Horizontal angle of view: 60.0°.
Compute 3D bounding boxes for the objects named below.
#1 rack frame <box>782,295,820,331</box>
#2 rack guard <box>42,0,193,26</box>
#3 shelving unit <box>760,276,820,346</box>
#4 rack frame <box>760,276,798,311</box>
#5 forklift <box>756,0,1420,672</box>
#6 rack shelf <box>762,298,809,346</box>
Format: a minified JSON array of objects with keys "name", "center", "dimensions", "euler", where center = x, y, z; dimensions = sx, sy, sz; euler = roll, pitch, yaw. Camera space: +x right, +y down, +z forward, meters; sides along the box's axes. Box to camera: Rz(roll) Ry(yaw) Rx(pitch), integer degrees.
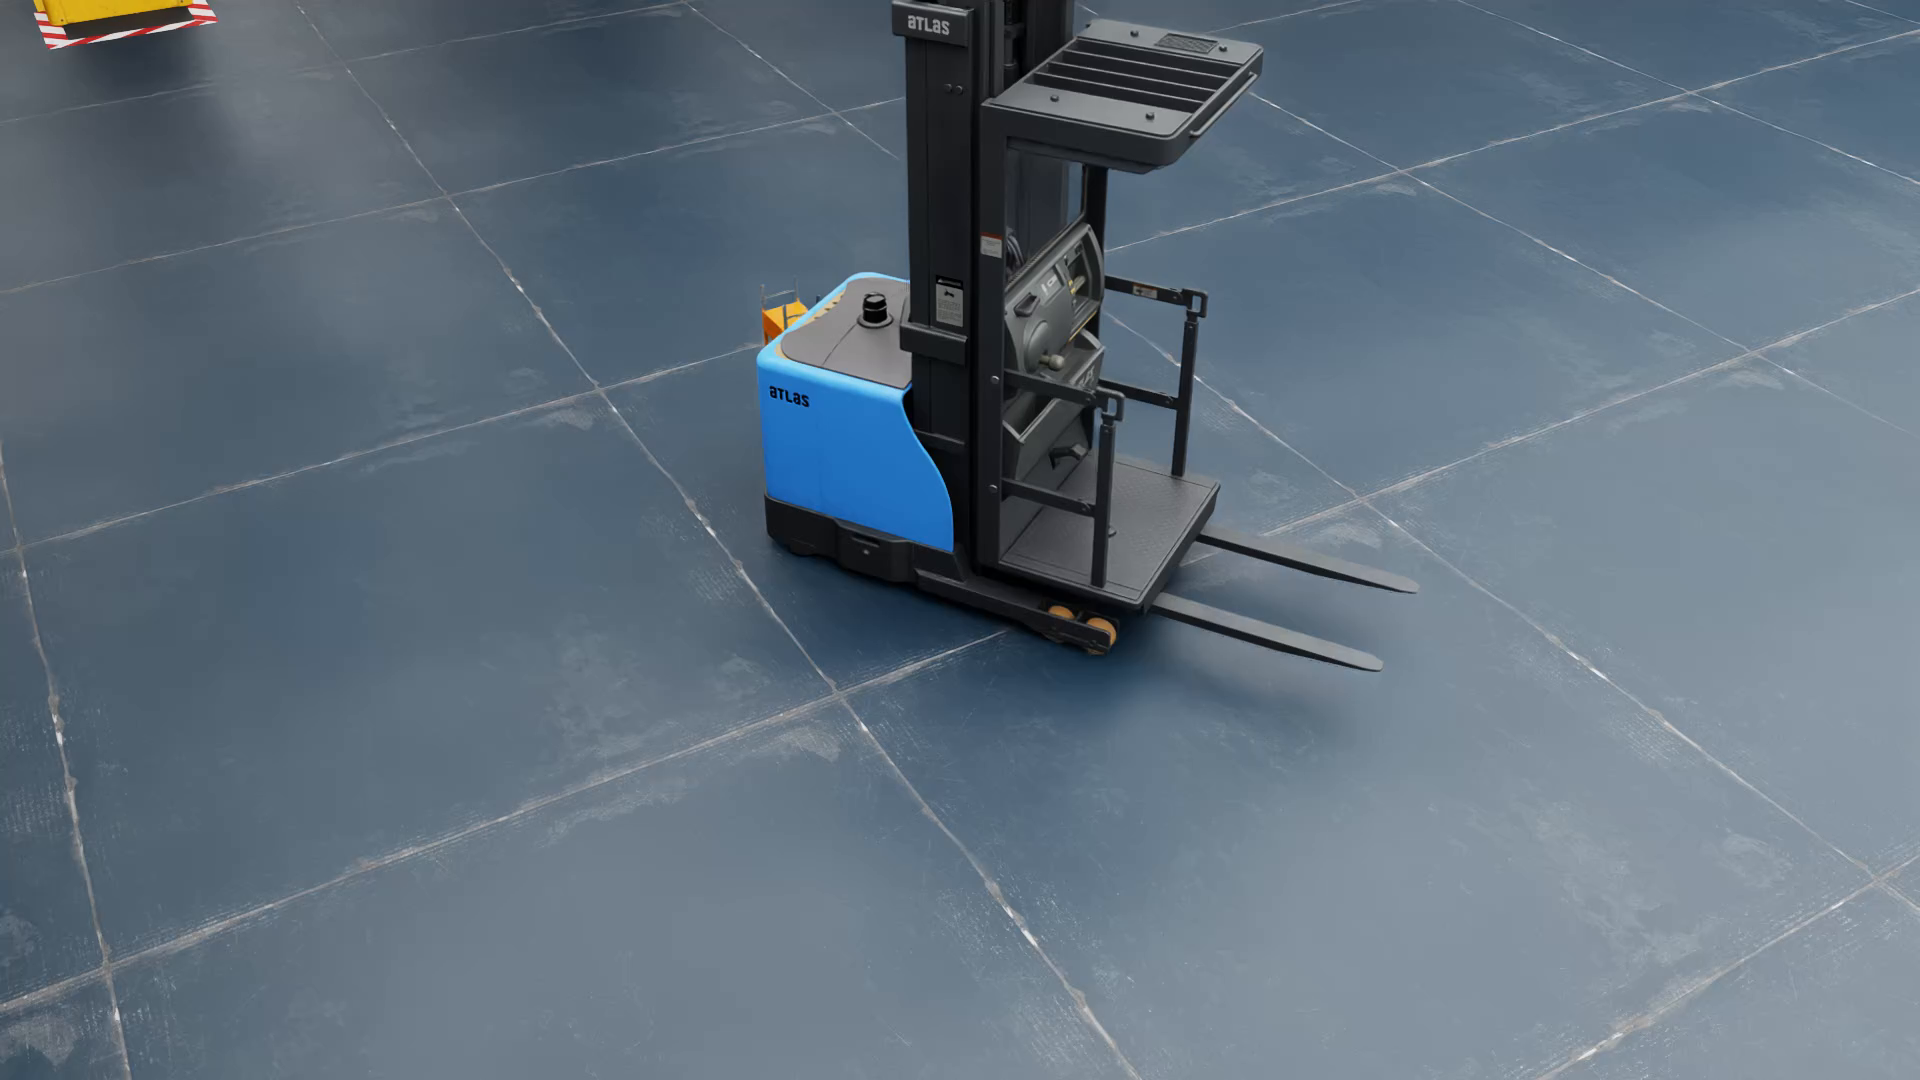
[{"name":"rack frame","center":[-0.769,-0.737,8.368],"dimensions":[0.200,1.050,0.008],"euler":[-20,41,-25]},{"name":"rack guard","center":[-7.387,-4.872,14.497],"dimensions":[1.175,0.500,0.348],"euler":[-19,40,-24]},{"name":"shelving unit","center":[-0.833,-0.798,8.452],"dimensions":[0.215,1.050,0.252],"euler":[-20,41,-25]},{"name":"rack frame","center":[-0.897,-0.859,8.536],"dimensions":[0.200,1.050,0.008],"euler":[-20,41,-25]},{"name":"forklift","center":[0.598,-1.023,7.166],"dimensions":[3.031,2.935,1.130],"euler":[17,39,21]},{"name":"rack shelf","center":[-0.833,-1.018,8.291],"dimensions":[0.215,0.259,0.240],"euler":[-20,41,-25]}]
